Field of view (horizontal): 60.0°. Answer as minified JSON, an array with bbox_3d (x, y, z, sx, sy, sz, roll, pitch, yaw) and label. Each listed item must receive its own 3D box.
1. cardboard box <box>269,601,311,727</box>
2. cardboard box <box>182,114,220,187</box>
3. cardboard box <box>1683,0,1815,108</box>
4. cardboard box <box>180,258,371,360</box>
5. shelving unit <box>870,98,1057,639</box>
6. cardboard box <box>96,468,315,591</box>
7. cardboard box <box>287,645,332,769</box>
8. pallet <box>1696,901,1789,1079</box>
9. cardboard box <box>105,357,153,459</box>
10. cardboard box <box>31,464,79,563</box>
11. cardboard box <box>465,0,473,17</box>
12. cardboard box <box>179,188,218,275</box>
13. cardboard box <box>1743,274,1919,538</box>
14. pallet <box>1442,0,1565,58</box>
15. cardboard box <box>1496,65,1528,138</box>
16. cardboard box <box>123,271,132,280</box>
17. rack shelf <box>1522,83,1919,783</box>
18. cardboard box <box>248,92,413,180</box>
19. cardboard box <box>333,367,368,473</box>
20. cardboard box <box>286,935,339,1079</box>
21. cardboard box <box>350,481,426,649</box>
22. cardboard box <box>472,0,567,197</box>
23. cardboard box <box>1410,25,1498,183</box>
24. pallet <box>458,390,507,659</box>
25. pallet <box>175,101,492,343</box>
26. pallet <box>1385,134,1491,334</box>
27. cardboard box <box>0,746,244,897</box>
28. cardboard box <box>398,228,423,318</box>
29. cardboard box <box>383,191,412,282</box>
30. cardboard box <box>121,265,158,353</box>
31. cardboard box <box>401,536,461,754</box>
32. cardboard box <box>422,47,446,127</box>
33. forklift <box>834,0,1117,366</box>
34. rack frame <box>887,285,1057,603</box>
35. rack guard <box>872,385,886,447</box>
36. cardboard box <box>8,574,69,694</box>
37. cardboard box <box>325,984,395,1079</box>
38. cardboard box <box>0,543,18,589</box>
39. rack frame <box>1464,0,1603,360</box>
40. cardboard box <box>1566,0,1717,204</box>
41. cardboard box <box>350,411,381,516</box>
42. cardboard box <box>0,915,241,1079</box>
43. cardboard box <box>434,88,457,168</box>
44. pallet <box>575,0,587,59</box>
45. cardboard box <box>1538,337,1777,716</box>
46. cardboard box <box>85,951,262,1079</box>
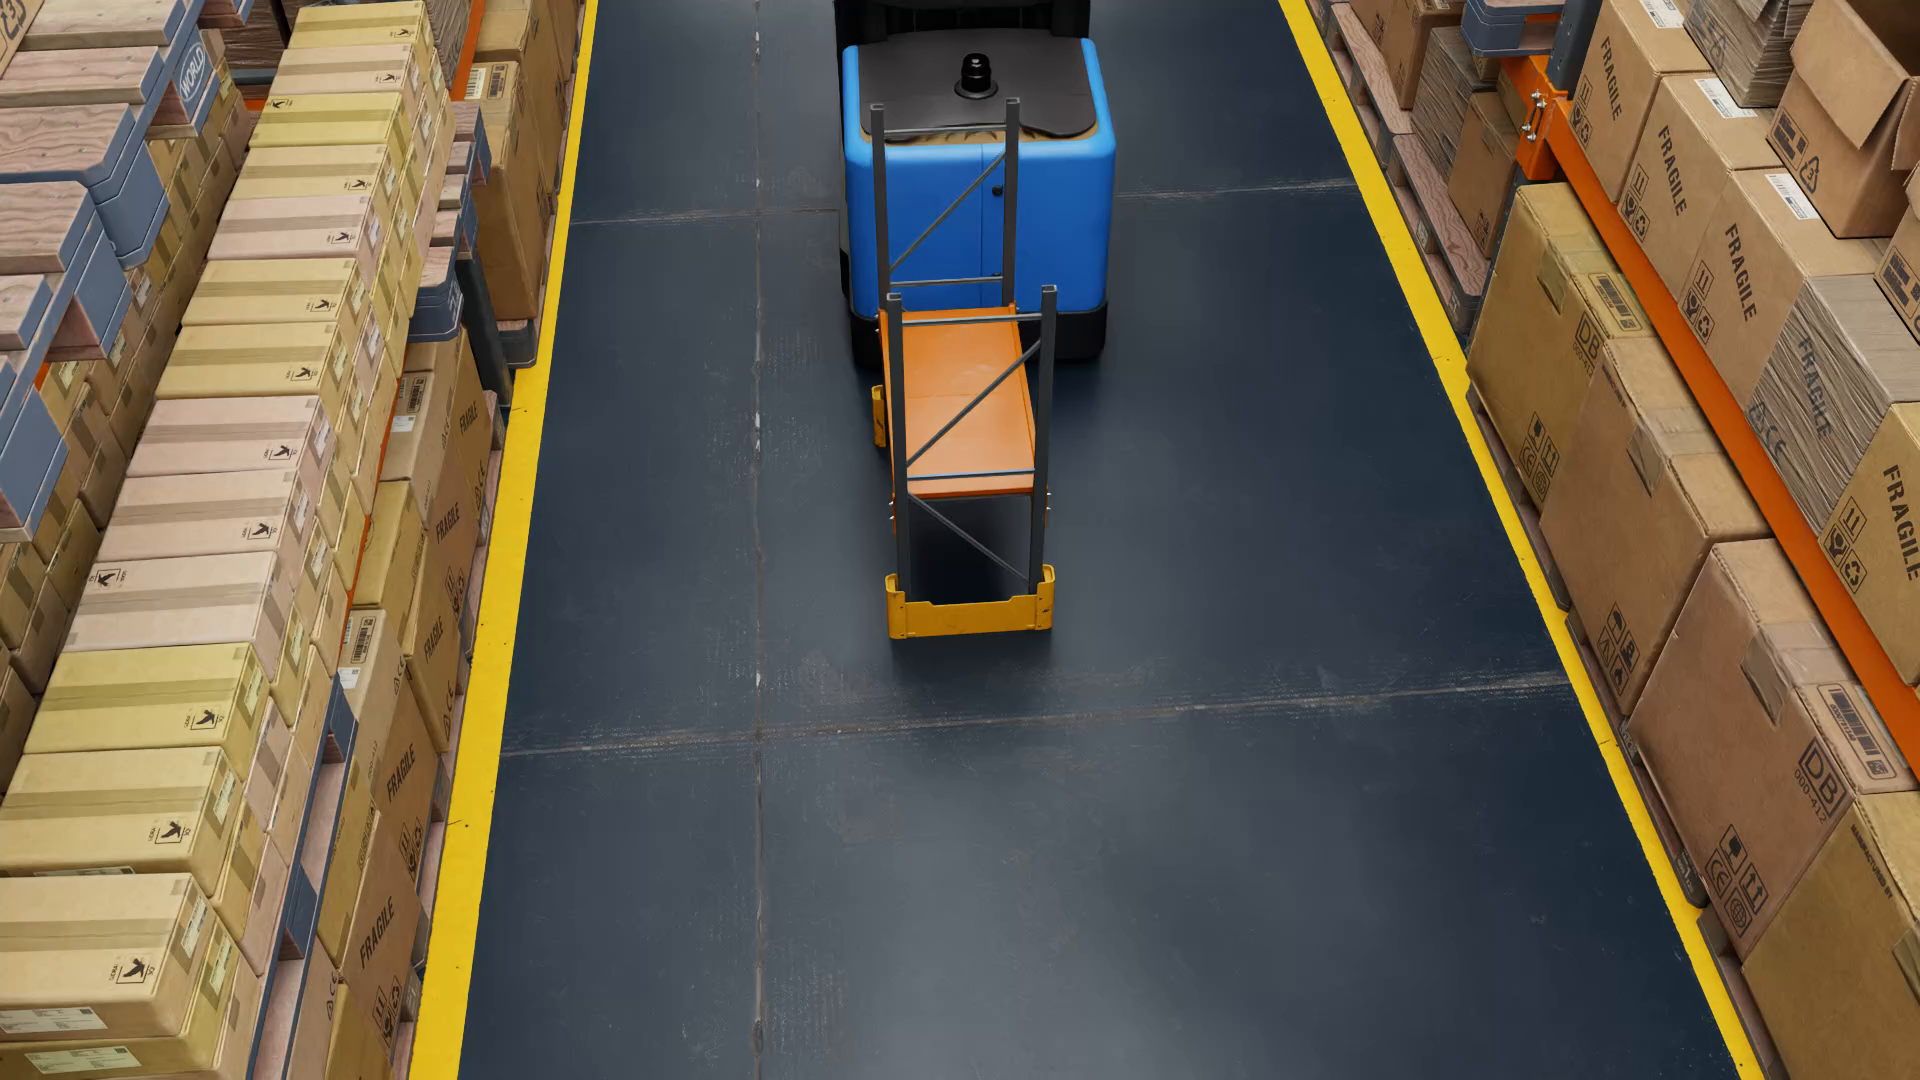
[{"bbox_3d":[-1.635,0.281,3.597,0.380,0.149,0.250,-5,47,-5],"label":"cardboard box"},{"bbox_3d":[-2.462,-1.180,4.980,0.380,0.149,0.250,-1,47,-1],"label":"cardboard box"},{"bbox_3d":[2.669,-1.655,4.992,0.797,0.503,0.637,-2,47,-2],"label":"cardboard box"},{"bbox_3d":[-1.723,-0.578,4.205,0.380,0.149,0.250,-1,47,-1],"label":"cardboard box"},{"bbox_3d":[-0.006,-0.571,5.758,0.587,1.500,1.083,-3,47,-3],"label":"shelving unit"},{"bbox_3d":[-1.656,-0.012,3.669,0.380,0.149,0.250,-4,47,-4],"label":"cardboard box"},{"bbox_3d":[-1.633,0.383,3.706,0.380,0.149,0.250,-3,47,-3],"label":"cardboard box"},{"bbox_3d":[2.819,1.493,4.690,1.003,0.211,1.213,-3,47,-3],"label":"pallet"},{"bbox_3d":[-2.378,-0.340,4.390,0.380,0.149,0.250,-3,47,-3],"label":"cardboard box"},{"bbox_3d":[-2.336,-0.073,3.932,0.380,0.149,0.250,-3,47,-3],"label":"cardboard box"},{"bbox_3d":[-2.141,-2.321,6.313,0.500,0.500,0.500,-4,47,-4],"label":"cardboard box"},{"bbox_3d":[-2.445,-0.910,4.930,0.380,0.149,0.250,-1,47,-1],"label":"cardboard box"},{"bbox_3d":[2.525,-0.367,4.463,0.500,0.500,0.500,-3,47,-3],"label":"cardboard box"},{"bbox_3d":[2.458,-2.249,6.446,1.213,0.211,1.003,-3,47,-3],"label":"pallet"},{"bbox_3d":[2.538,-1.838,6.827,0.500,0.250,0.500,-2,47,-2],"label":"cardboard box"},{"bbox_3d":[-2.394,-0.735,4.354,0.380,0.149,0.250,-2,47,-1],"label":"cardboard box"},{"bbox_3d":[2.791,-0.111,4.785,1.077,0.370,4.000,-3,47,-3],"label":"rack shelf"},{"bbox_3d":[-1.788,-1.142,4.740,0.380,0.149,0.250,-2,47,-2],"label":"cardboard box"},{"bbox_3d":[-1.700,-0.288,4.136,0.380,0.149,0.250,-4,47,-4],"label":"cardboard box"},{"bbox_3d":[-1.791,1.223,3.942,0.500,0.250,0.500,-5,47,-5],"label":"cardboard box"},{"bbox_3d":[-1.929,0.092,5.013,0.500,0.250,0.500,-2,47,-2],"label":"cardboard box"},{"bbox_3d":[-2.365,-2.027,7.364,1.050,0.750,0.750,-3,47,-3],"label":"cardboard box"},{"bbox_3d":[2.489,-1.982,7.479,0.700,0.500,0.500,-7,47,-7],"label":"cardboard box"},{"bbox_3d":[-2.263,-0.053,6.155,1.003,0.211,1.213,-3,47,-3],"label":"pallet"},{"bbox_3d":[-2.161,-1.002,5.265,1.213,0.211,1.003,-3,47,-3],"label":"pallet"},{"bbox_3d":[2.560,-1.412,7.442,1.003,0.211,1.213,-3,47,-3],"label":"pallet"},{"bbox_3d":[-1.596,0.540,3.147,0.380,0.149,0.250,-2,47,-2],"label":"cardboard box"},{"bbox_3d":[-1.770,-0.760,4.788,0.380,0.149,0.250,-4,47,-4],"label":"cardboard box"},{"bbox_3d":[-1.763,-0.844,4.662,0.380,0.149,0.250,-3,47,-3],"label":"cardboard box"},{"bbox_3d":[-2.395,-0.624,4.454,0.380,0.149,0.250,-3,47,-3],"label":"cardboard box"},{"bbox_3d":[-1.911,0.355,5.280,0.500,0.500,0.500,-5,47,-5],"label":"cardboard box"},{"bbox_3d":[-1.832,-1.408,5.196,0.380,0.149,0.250,-3,47,-2],"label":"cardboard box"},{"bbox_3d":[-0.006,-2.786,6.870,1.130,2.935,3.031,-3,47,-2],"label":"forklift"},{"bbox_3d":[0.035,-0.210,5.416,0.500,1.500,0.032,-3,47,-3],"label":"rack frame"},{"bbox_3d":[-0.048,-0.501,6.553,0.587,0.250,0.087,-3,47,-3],"label":"rack guard"},{"bbox_3d":[-2.314,0.233,3.848,0.380,0.149,0.250,-5,47,-5],"label":"cardboard box"},{"bbox_3d":[-1.790,1.481,4.214,0.500,0.500,0.500,-2,47,-2],"label":"cardboard box"},{"bbox_3d":[-2.303,0.026,3.633,0.380,0.149,0.250,-5,47,-5],"label":"cardboard box"},{"bbox_3d":[2.624,-1.806,5.894,1.000,3.000,0.127,-3,47,-3],"label":"rack frame"},{"bbox_3d":[2.393,-1.472,5.509,0.500,0.500,0.500,-2,47,-2],"label":"cardboard box"},{"bbox_3d":[-1.699,-0.181,4.240,0.380,0.149,0.250,-5,47,-5],"label":"cardboard box"},{"bbox_3d":[-1.567,0.843,3.064,0.380,0.149,0.250,-3,47,-3],"label":"cardboard box"},{"bbox_3d":[-1.828,-1.307,5.305,0.380,0.149,0.250,-3,47,-3],"label":"cardboard box"},{"bbox_3d":[-2.522,-2.959,8.907,1.003,0.211,1.213,-3,47,-3],"label":"pallet"},{"bbox_3d":[2.728,-0.074,5.428,1.225,0.875,0.875,-3,47,-3],"label":"cardboard box"},{"bbox_3d":[-1.567,0.946,3.172,0.380,0.149,0.250,-6,47,-5],"label":"cardboard box"}]
